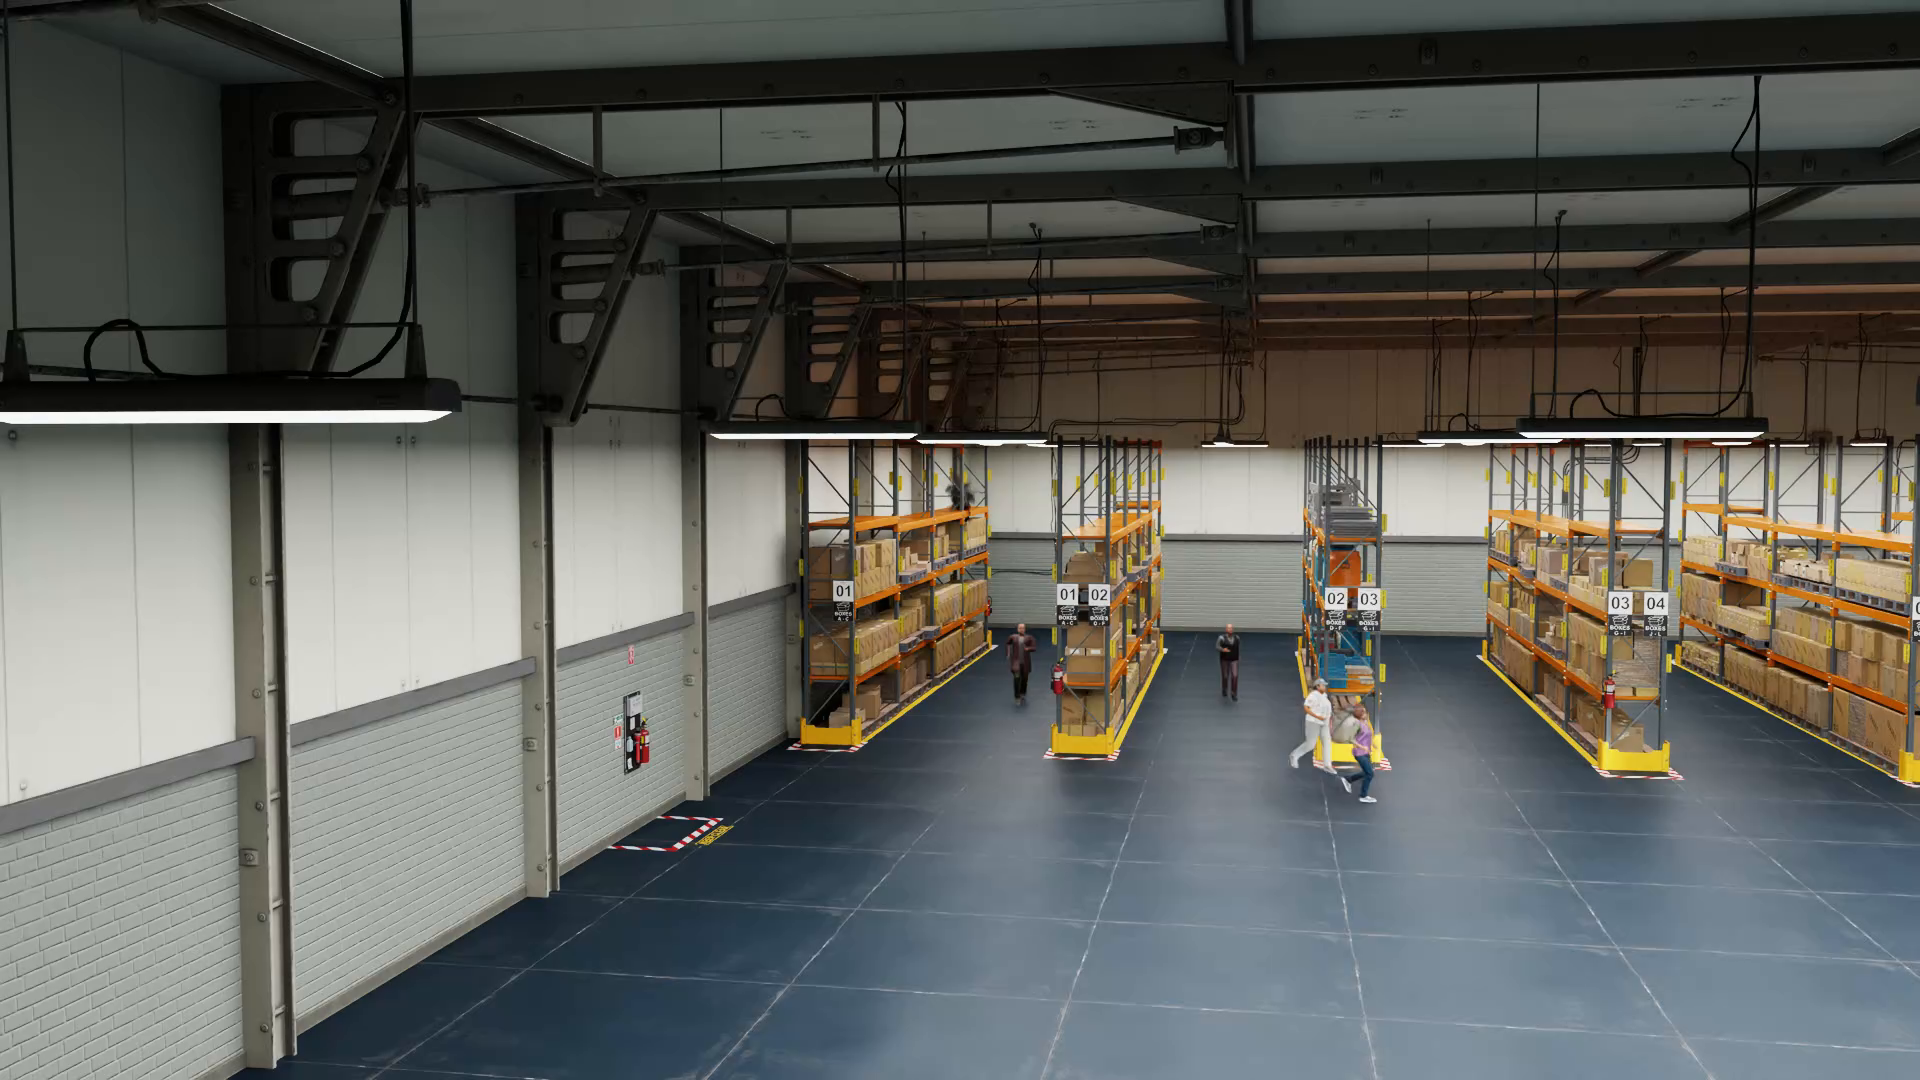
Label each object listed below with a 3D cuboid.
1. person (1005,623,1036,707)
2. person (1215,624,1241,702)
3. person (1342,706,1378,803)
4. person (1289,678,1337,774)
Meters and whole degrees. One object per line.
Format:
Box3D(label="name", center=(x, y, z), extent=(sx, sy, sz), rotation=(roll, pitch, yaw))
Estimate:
Box3D(label="person", center=(1.382, 2.792, 37.519), extent=(0.655, 1.833, 0.883), rotation=(0, 3, -3))
Box3D(label="person", center=(6.158, 2.807, 38.119), extent=(0.642, 1.769, 0.803), rotation=(0, 3, -1))
Box3D(label="person", center=(6.488, 3.479, 27.076), extent=(0.608, 1.549, 0.538), rotation=(2, 4, 33))
Box3D(label="person", center=(6.394, 3.290, 29.647), extent=(0.897, 1.638, 0.625), rotation=(3, 4, 42))
